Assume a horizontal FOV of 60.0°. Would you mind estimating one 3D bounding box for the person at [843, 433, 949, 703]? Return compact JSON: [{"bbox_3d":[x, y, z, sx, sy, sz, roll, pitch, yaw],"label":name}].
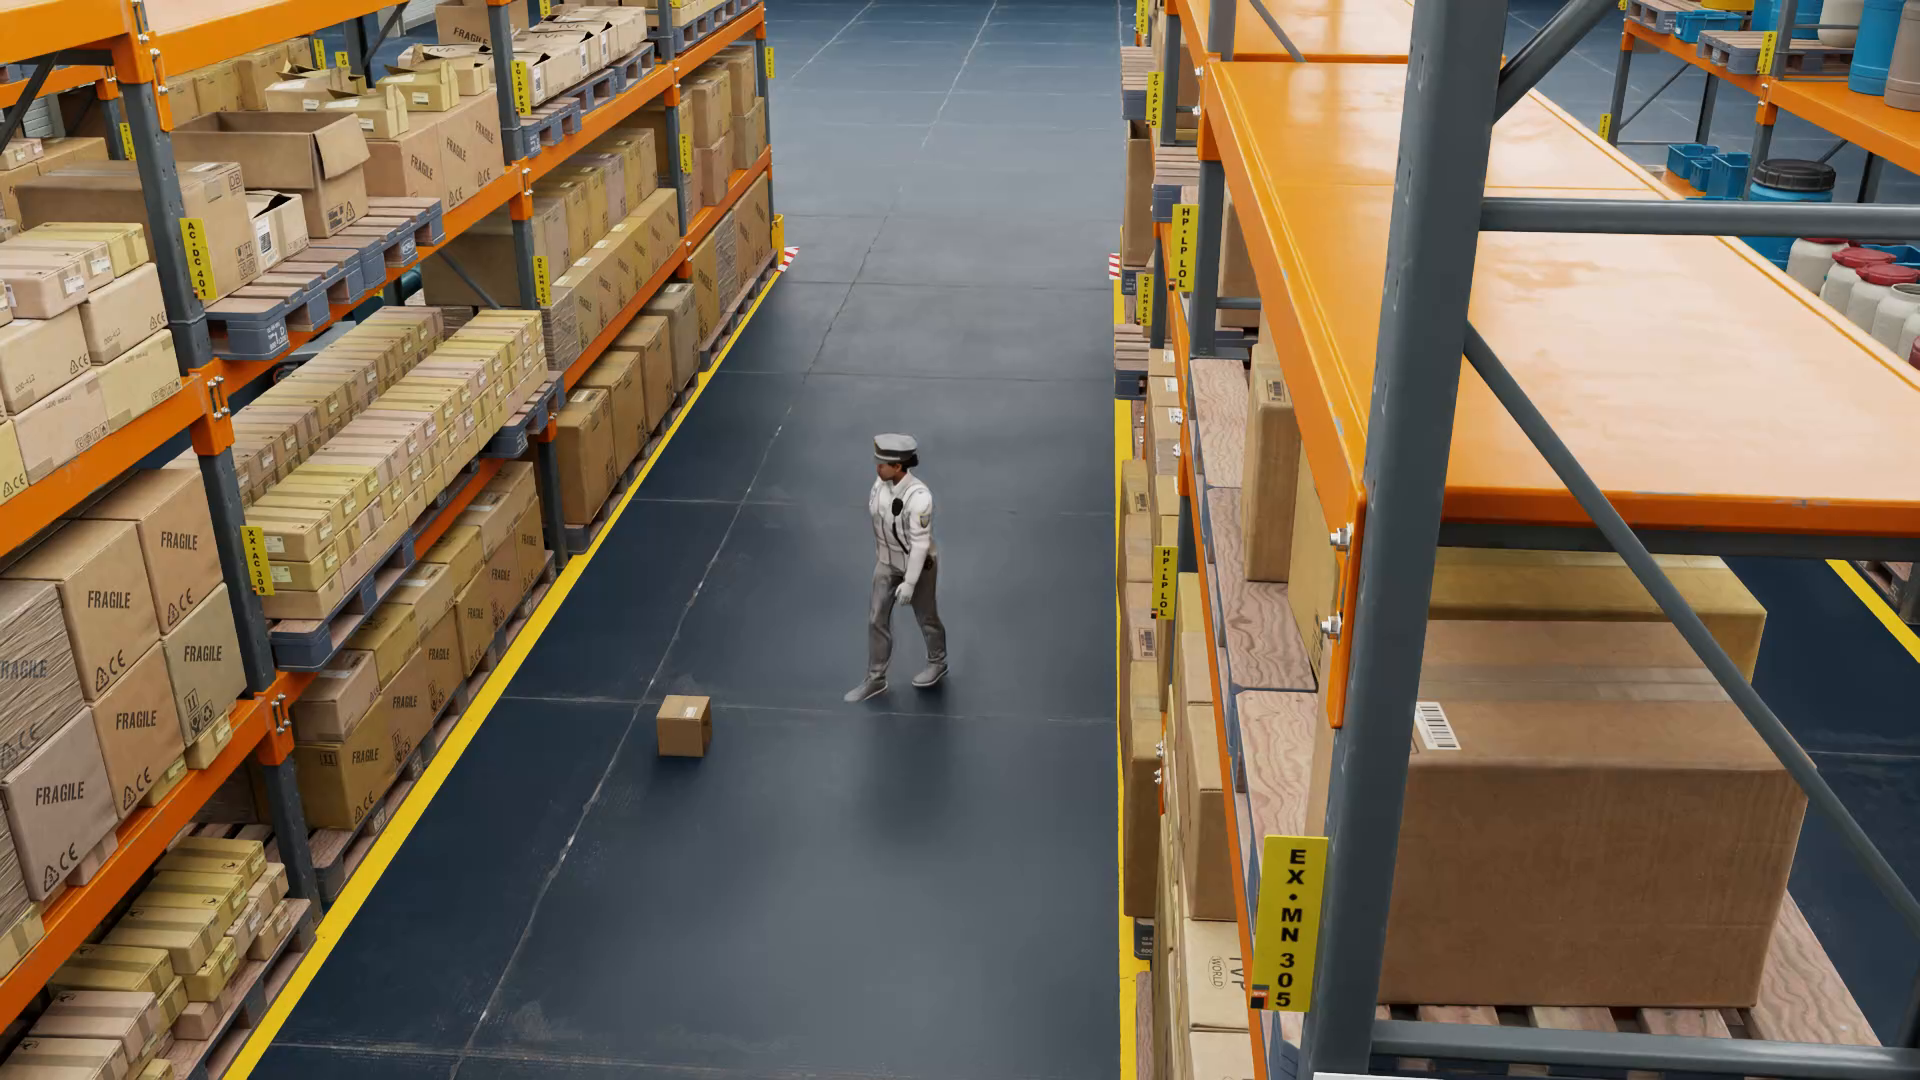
[{"bbox_3d":[-0.327,0.173,9.641,0.491,1.696,0.643,21,32,37],"label":"person"}]
